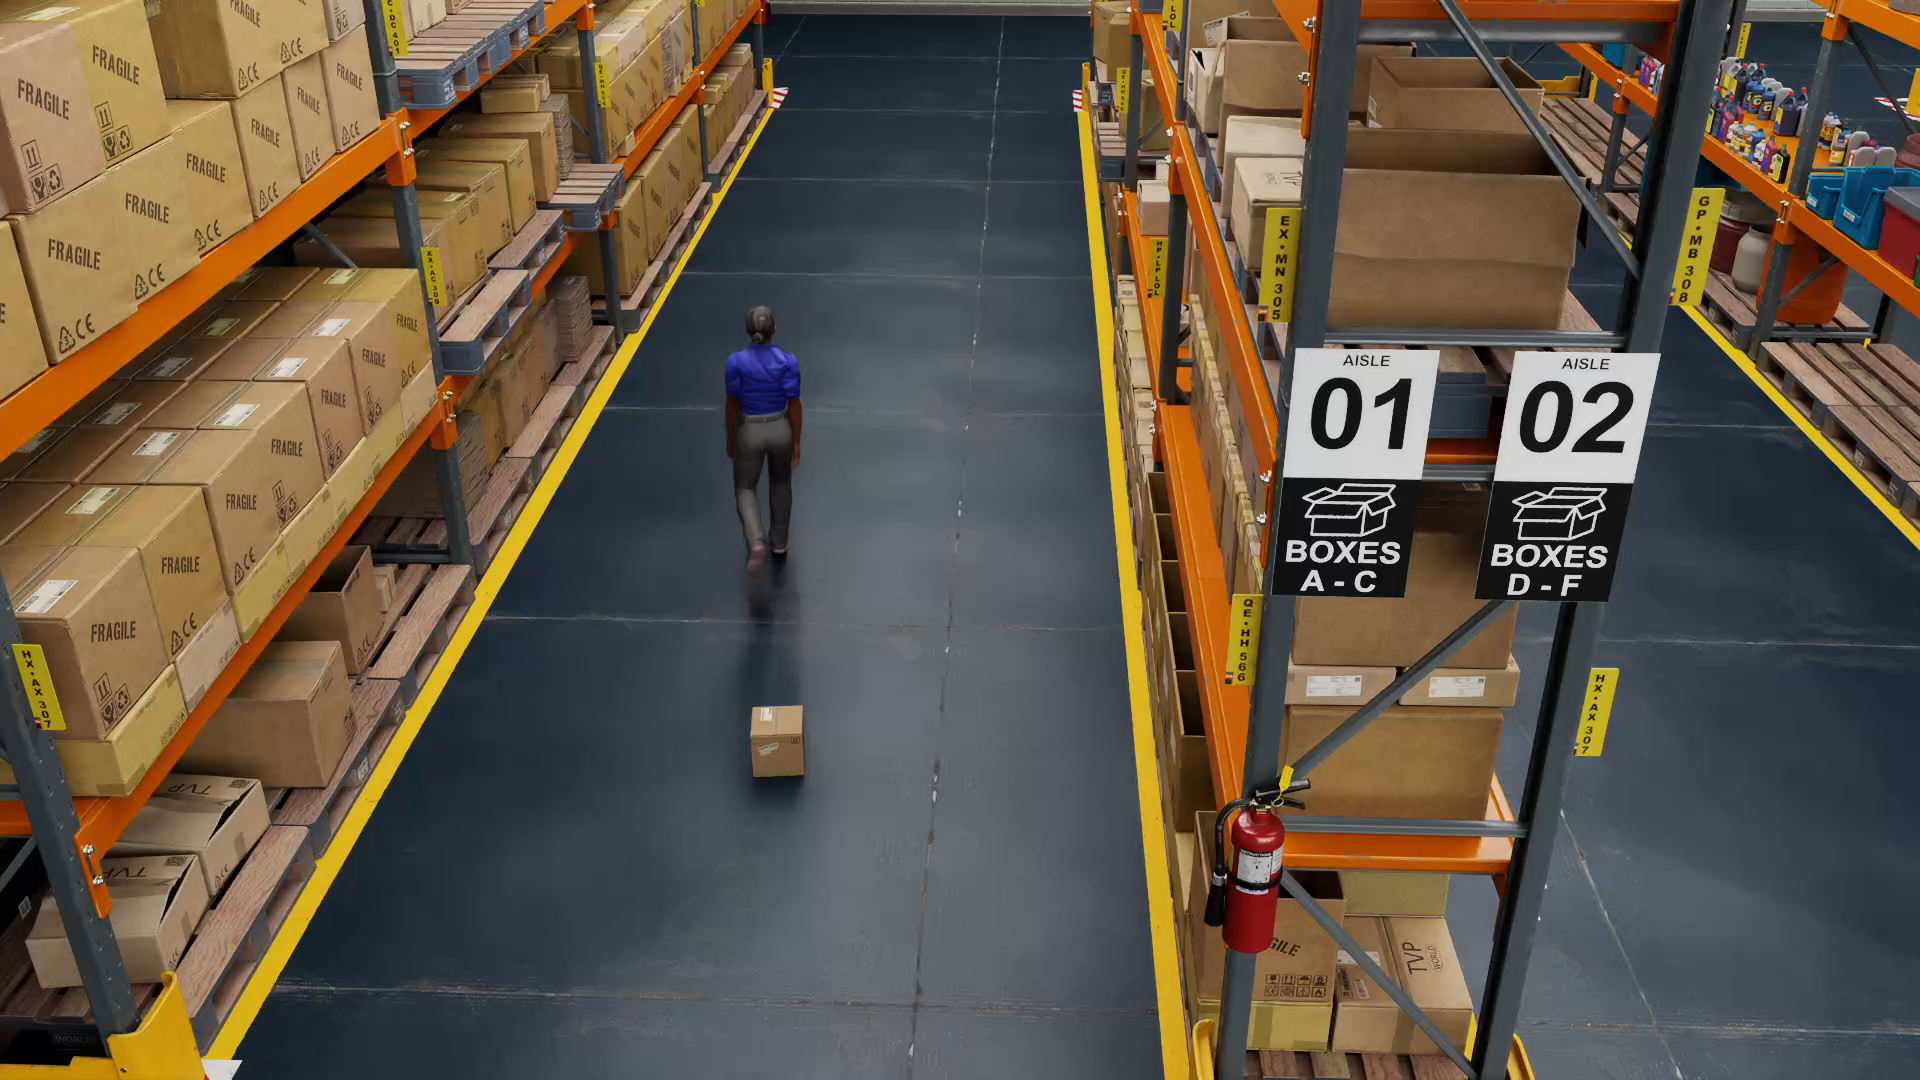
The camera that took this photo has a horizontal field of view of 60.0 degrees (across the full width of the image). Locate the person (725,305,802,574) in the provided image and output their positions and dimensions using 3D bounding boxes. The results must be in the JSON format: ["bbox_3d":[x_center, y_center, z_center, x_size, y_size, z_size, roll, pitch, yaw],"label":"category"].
[{"bbox_3d":[-1.137,-0.586,9.684,0.444,1.627,0.742,-5,29,-9],"label":"person"}]
